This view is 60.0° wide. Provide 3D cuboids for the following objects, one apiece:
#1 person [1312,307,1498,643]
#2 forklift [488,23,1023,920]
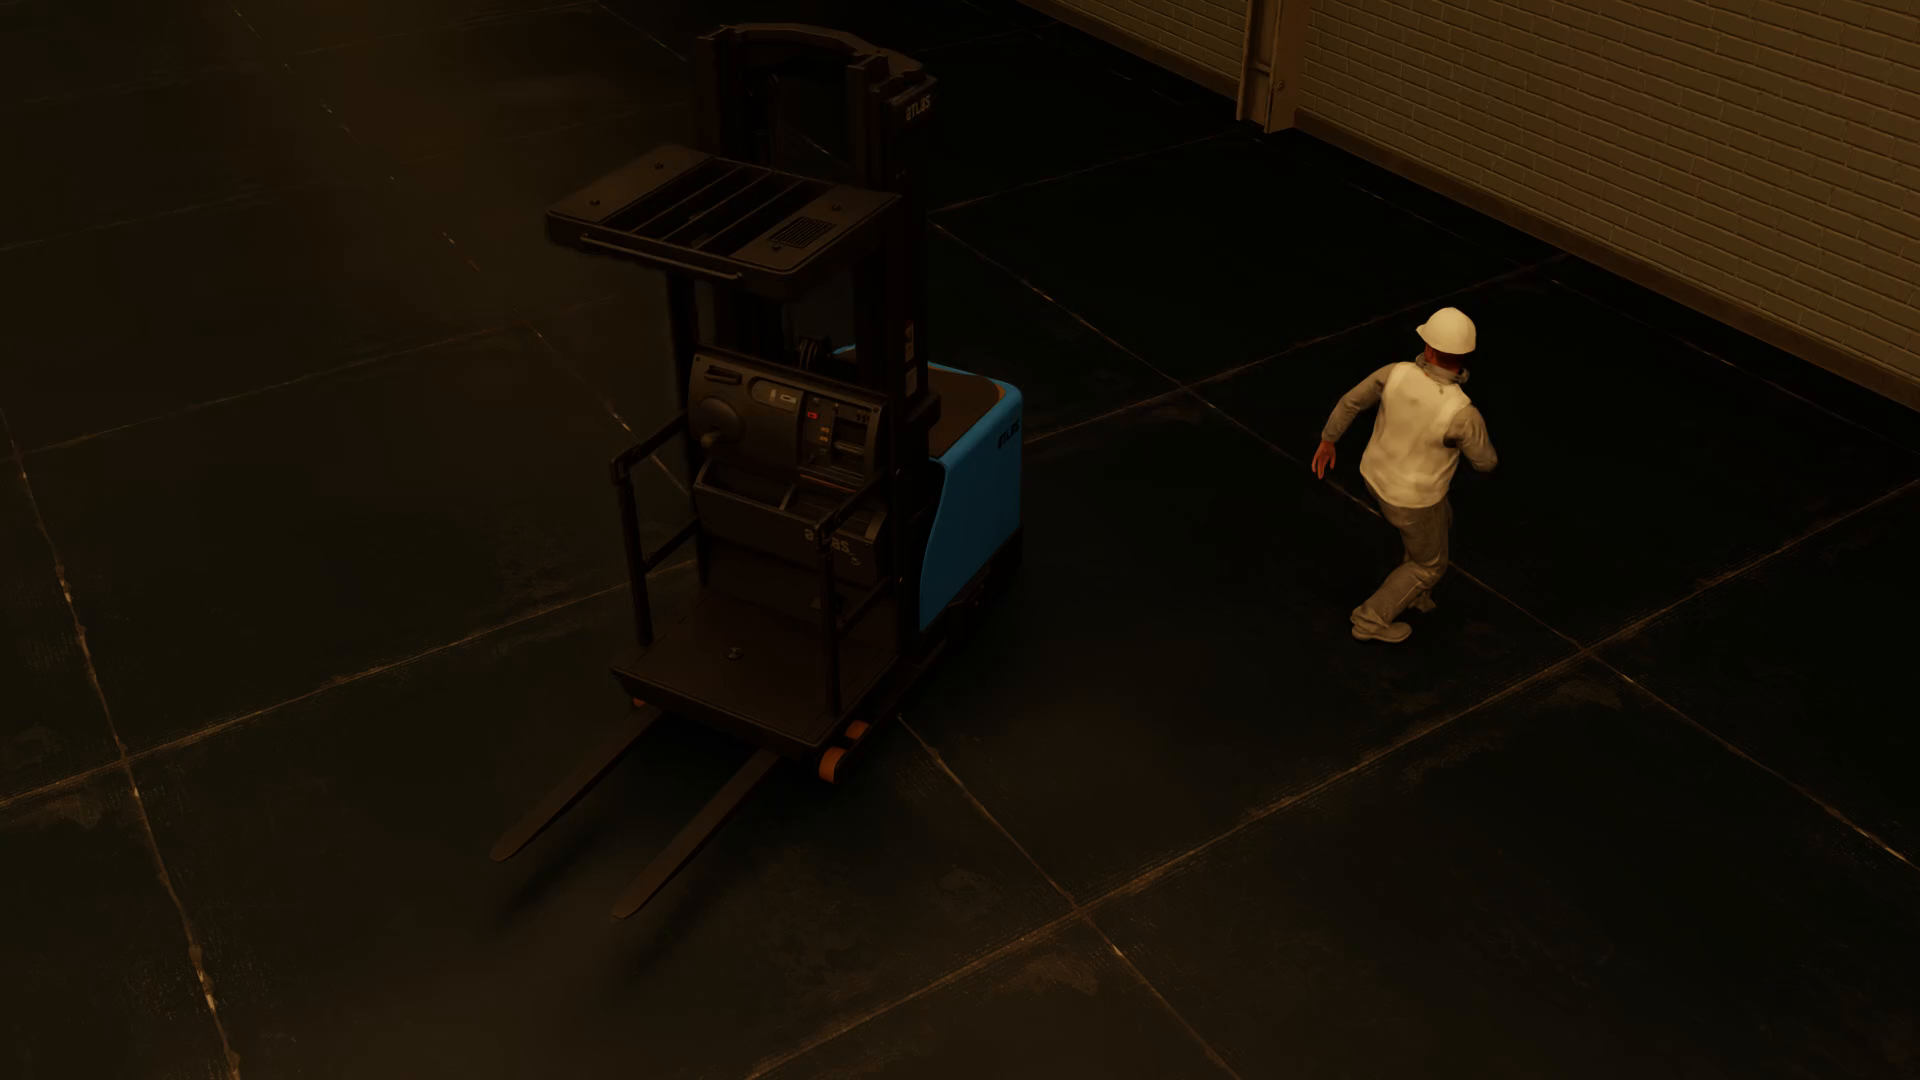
[{"bbox_3d":[2.069,-0.251,7.622,0.770,1.771,0.621,-11,37,-15],"label":"person"},{"bbox_3d":[-0.837,-0.441,6.775,1.130,2.935,3.031,17,39,23],"label":"forklift"}]
